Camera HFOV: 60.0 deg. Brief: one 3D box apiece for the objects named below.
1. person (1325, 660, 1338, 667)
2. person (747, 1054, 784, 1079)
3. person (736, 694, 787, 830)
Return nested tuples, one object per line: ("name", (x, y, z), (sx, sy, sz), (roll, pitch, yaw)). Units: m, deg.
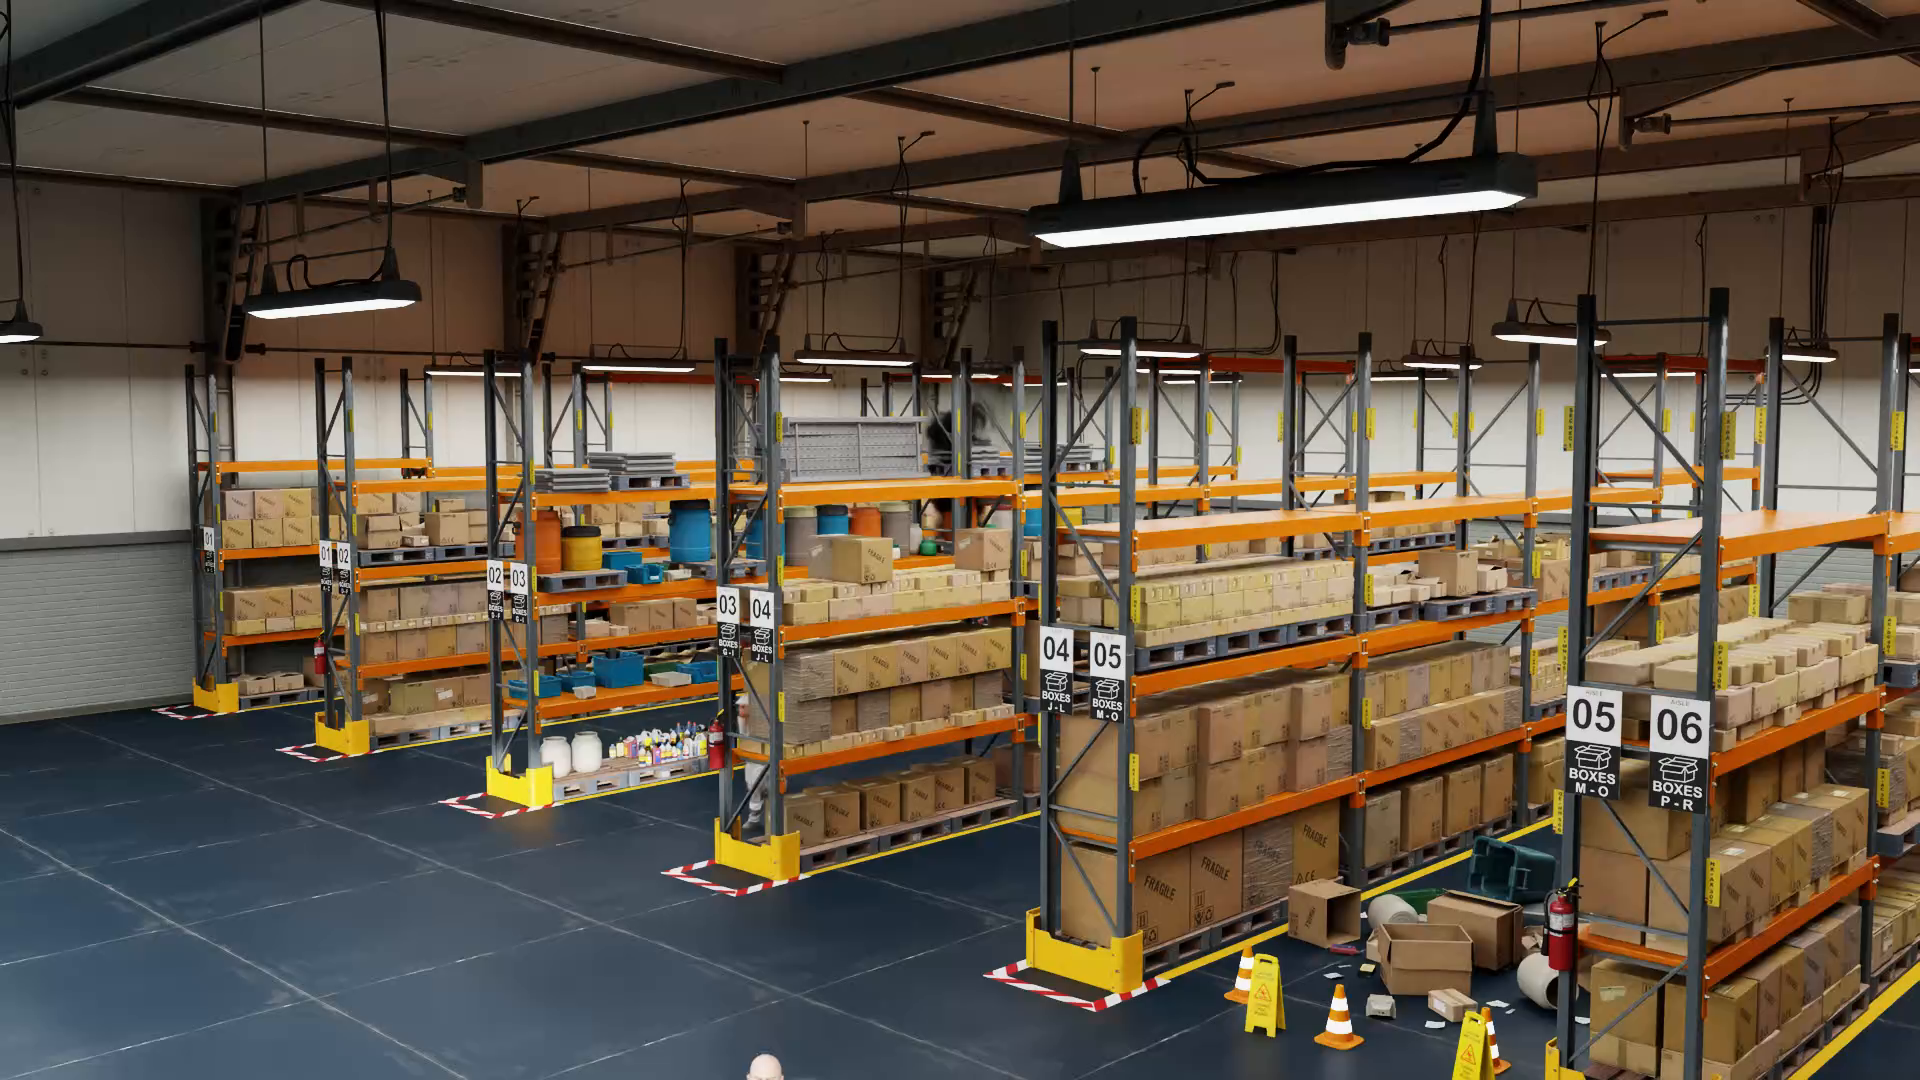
("person", (5.245, 2.535, 23.433), (0.593, 1.692, 0.856), (3, 5, 37))
("person", (-0.979, 3.602, 8.945), (0.759, 1.726, 0.794), (0, 4, -1))
("person", (-2.460, 2.738, 20.755), (0.653, 1.715, 0.878), (3, 5, 34))
